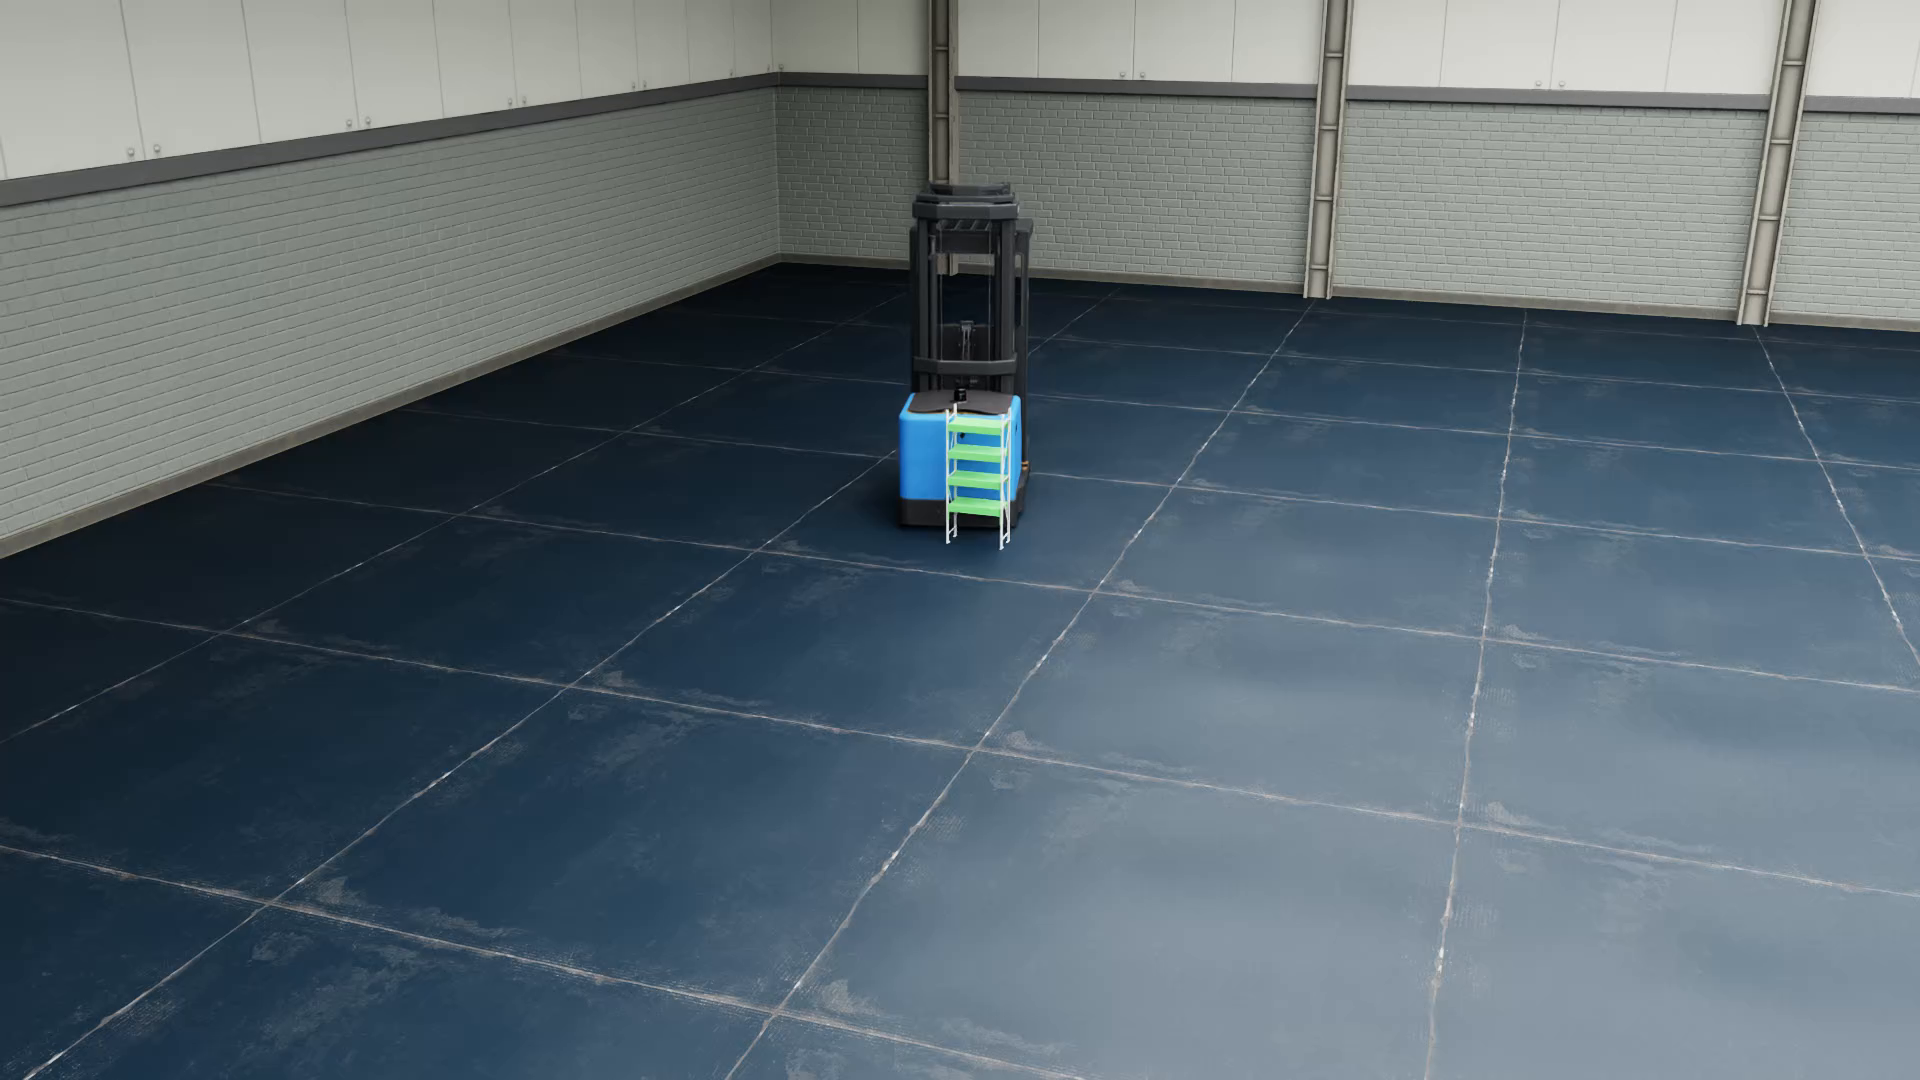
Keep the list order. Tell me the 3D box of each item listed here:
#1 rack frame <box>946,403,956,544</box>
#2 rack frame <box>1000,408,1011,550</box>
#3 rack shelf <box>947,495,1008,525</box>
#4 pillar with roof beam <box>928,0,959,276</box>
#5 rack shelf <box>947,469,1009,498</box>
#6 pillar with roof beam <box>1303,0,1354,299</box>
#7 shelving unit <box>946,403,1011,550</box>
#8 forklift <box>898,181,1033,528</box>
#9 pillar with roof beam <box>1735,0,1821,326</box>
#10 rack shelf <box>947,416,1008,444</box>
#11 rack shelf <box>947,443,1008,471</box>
[{"bbox_3d":[-0.075,-0.571,14.390,0.015,1.200,0.240,6,20,16],"label":"rack frame"},{"bbox_3d":[0.390,-0.523,14.252,0.015,1.200,0.240,6,20,16],"label":"rack frame"},{"bbox_3d":[0.157,-0.260,14.420,0.480,0.148,0.258,6,20,16],"label":"rack shelf"},{"bbox_3d":[-1.673,-7.240,21.675,0.400,9.000,9.100,7,20,18],"label":"pillar with roof beam"},{"bbox_3d":[0.157,-0.486,14.342,0.480,0.148,0.258,6,20,16],"label":"rack shelf"},{"bbox_3d":[3.995,-6.592,19.815,0.400,9.000,9.100,7,20,18],"label":"pillar with roof beam"},{"bbox_3d":[0.158,-0.547,14.321,0.503,1.200,0.258,6,20,16],"label":"shelving unit"},{"bbox_3d":[0.109,-1.931,15.662,1.130,2.935,3.031,2,19,5],"label":"forklift"},{"bbox_3d":[9.663,-5.944,17.956,0.400,9.000,9.100,7,20,18],"label":"pillar with roof beam"},{"bbox_3d":[0.158,-0.940,14.185,0.480,0.148,0.258,6,20,16],"label":"rack shelf"},{"bbox_3d":[0.158,-0.713,14.263,0.480,0.148,0.258,6,20,16],"label":"rack shelf"}]
